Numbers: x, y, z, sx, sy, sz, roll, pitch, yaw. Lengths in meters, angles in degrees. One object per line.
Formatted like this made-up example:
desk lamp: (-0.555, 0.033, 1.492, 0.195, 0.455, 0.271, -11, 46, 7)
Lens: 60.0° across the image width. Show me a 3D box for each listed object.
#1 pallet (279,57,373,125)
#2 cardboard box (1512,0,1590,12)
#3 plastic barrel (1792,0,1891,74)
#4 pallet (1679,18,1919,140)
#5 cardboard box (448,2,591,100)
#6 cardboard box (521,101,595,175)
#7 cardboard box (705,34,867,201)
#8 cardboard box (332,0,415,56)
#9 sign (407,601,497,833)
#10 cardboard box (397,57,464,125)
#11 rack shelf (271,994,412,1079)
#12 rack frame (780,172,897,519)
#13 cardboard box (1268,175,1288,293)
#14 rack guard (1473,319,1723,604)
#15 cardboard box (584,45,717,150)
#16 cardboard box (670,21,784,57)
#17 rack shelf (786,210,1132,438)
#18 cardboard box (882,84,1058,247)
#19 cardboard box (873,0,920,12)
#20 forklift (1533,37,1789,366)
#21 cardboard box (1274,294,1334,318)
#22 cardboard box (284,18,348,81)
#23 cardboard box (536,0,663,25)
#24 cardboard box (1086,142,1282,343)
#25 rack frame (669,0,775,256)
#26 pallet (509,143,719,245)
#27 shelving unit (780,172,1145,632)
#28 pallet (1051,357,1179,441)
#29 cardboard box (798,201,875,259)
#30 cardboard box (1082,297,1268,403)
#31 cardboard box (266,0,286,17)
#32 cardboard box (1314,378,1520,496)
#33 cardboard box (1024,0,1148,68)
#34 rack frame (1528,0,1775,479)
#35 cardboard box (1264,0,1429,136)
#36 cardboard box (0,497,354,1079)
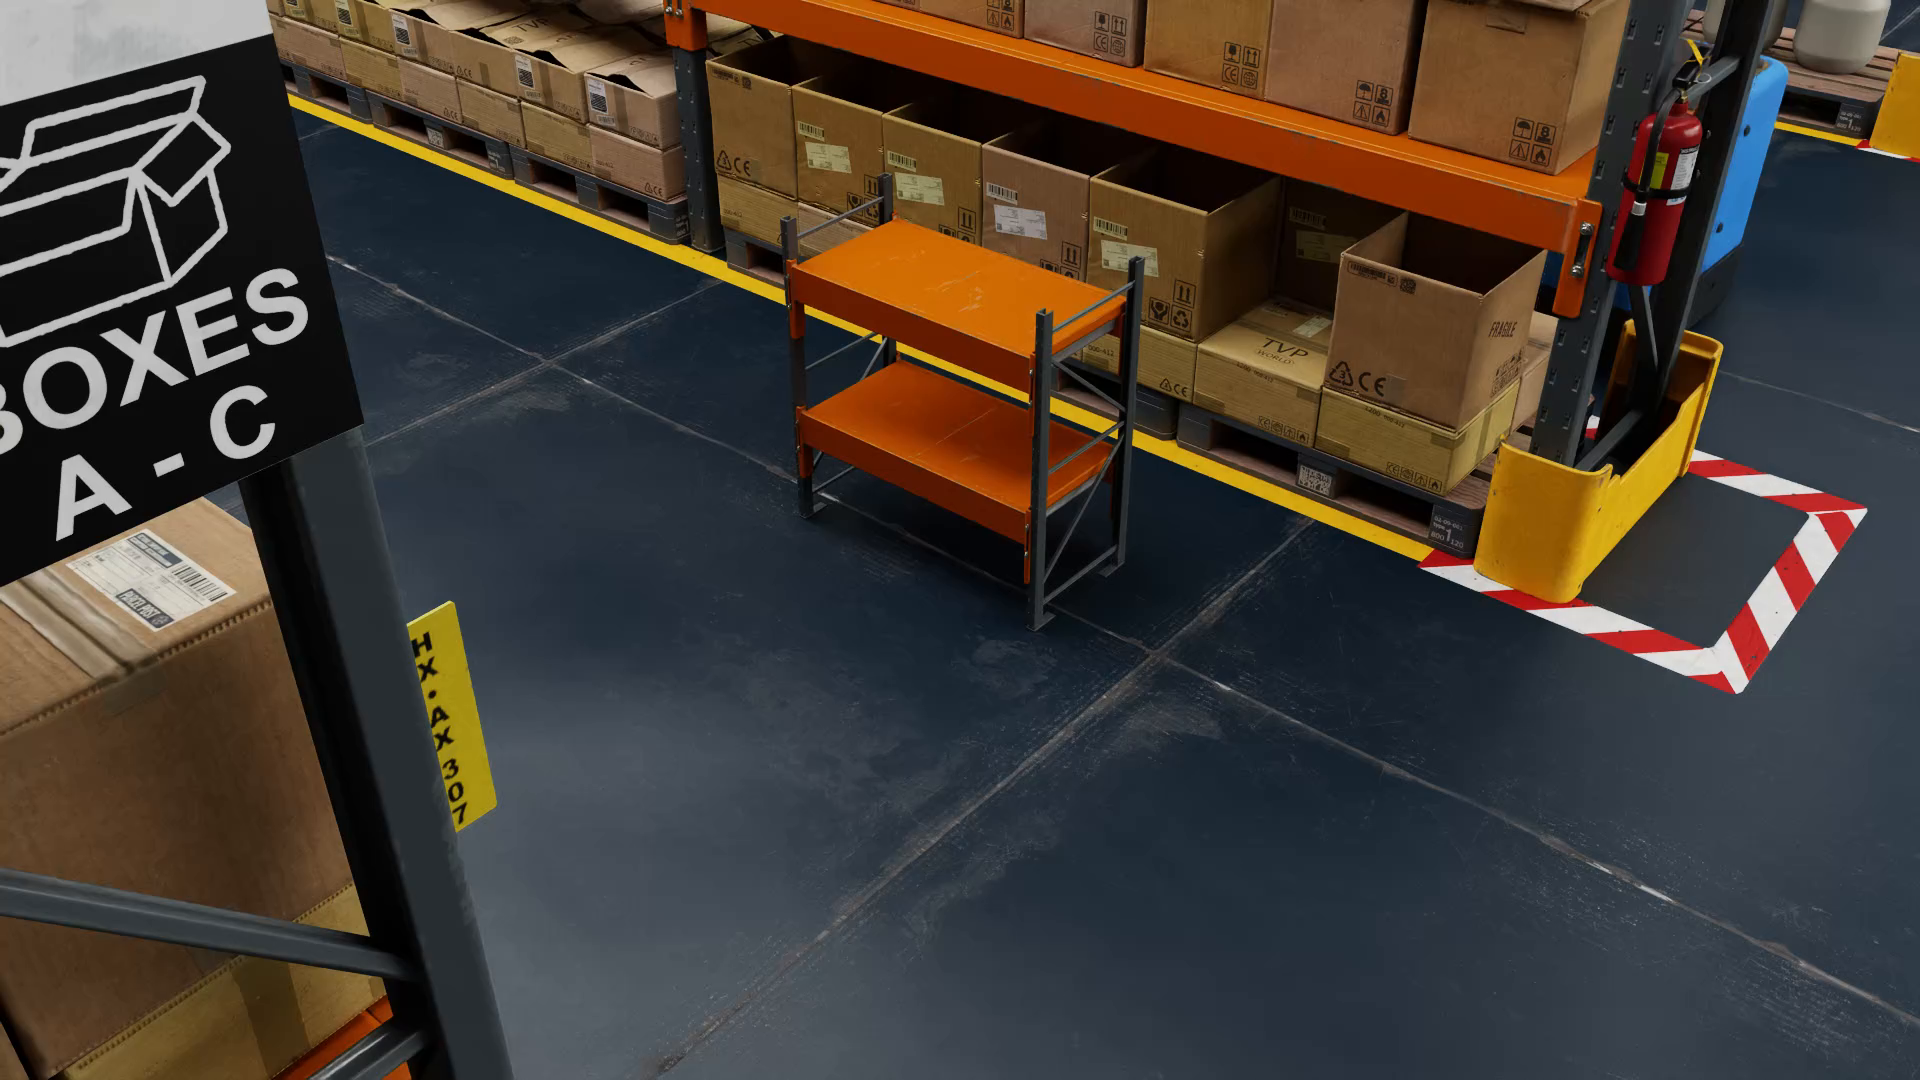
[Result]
pallet: (-3.346, -2.770, 9.597, 1.213, 0.211, 1.003, 25, 42, 32)
cardboard box: (1.779, -1.701, 4.916, 0.250, 0.149, 0.380, 24, 41, 31)
plastic barrel: (4.812, -2.843, 9.067, 0.421, 0.512, 0.421, 0, 34, 0)
pallet: (4.657, -2.645, 9.415, 1.213, 0.211, 1.003, 25, 42, 32)
cardboard box: (-2.160, -2.446, 8.225, 0.500, 0.311, 0.500, 25, 42, 32)
cardboard box: (-1.772, -2.034, 8.120, 0.500, 0.250, 0.500, 25, 41, 31)
cardboard box: (-0.724, -1.831, 7.161, 0.500, 0.500, 0.500, 25, 42, 32)
cardboard box: (-2.940, -2.816, 8.763, 0.500, 0.311, 0.500, 24, 41, 31)
sign: (-0.625, 0.226, 2.006, 0.005, 0.325, 0.100, 25, 42, 32)
cardboard box: (-2.555, -2.404, 8.658, 0.500, 0.250, 0.500, 26, 42, 33)
rack shelf: (-2.510, 0.392, 3.166, 4.000, 0.370, 1.077, 25, 42, 32)
rack frame: (-0.396, -0.650, 5.703, 0.032, 1.125, 0.500, 25, 42, 32)
cardboard box: (1.146, -1.333, 6.436, 0.500, 0.500, 0.500, 25, 42, 32)
rack guard: (2.213, -0.298, 5.742, 0.348, 0.500, 1.175, 25, 42, 32)
cardboard box: (-1.375, -2.079, 7.690, 0.500, 0.311, 0.500, 25, 42, 32)
cardboard box: (-1.038, -2.315, 8.034, 0.500, 0.311, 0.500, 25, 42, 32)
rack shelf: (-0.005, -0.707, 5.269, 1.000, 0.278, 0.538, 25, 42, 32)
cardboard box: (0.045, -1.468, 6.634, 0.500, 0.500, 0.500, 25, 42, 32)
cardboard box: (-0.125, -2.481, 6.625, 0.500, 0.500, 0.700, 25, 42, 31)
forklift: (1.902, -2.600, 6.946, 3.031, 2.935, 1.130, 27, 43, 34)
cardboard box: (1.538, -0.847, 6.392, 0.500, 0.250, 0.500, 25, 42, 32)
cardboard box: (-3.353, -2.775, 9.199, 0.500, 0.250, 0.500, 24, 41, 31)
cardboard box: (-1.818, -2.685, 8.573, 0.500, 0.311, 0.500, 24, 41, 30)
cardboard box: (0.814, -1.106, 6.107, 0.500, 0.500, 0.500, 25, 42, 32)
rack frame: (-0.880, -2.786, 7.157, 0.127, 3.000, 1.000, 25, 42, 32)
pallet: (-1.471, -1.886, 8.310, 1.213, 0.211, 1.003, 25, 42, 32)
shelving unit: (-0.005, -0.466, 5.435, 1.048, 1.125, 0.538, 25, 42, 32)
pallet: (0.646, -0.888, 6.857, 1.213, 0.211, 1.003, 25, 42, 32)
cardboard box: (-0.337, -1.342, 7.113, 0.500, 0.250, 0.500, 25, 42, 32)
cardboard box: (0.816, -0.799, 6.321, 0.500, 0.250, 0.500, 25, 42, 32)
cardboard box: (-3.739, -3.188, 9.305, 0.500, 0.311, 0.500, 27, 43, 33)
cardboard box: (1.593, -0.442, 5.803, 0.500, 0.250, 0.500, 25, 42, 32)
cardboard box: (0.652, -2.113, 6.088, 0.500, 0.500, 0.700, 27, 43, 33)
rack frame: (2.194, -1.337, 5.047, 0.127, 3.000, 1.000, 25, 42, 32)
cardboard box: (1.437, -1.741, 5.547, 0.500, 0.500, 0.700, 26, 42, 33)
cardboard box: (-1.147, 0.260, 2.174, 0.500, 0.500, 0.500, 25, 42, 32)
